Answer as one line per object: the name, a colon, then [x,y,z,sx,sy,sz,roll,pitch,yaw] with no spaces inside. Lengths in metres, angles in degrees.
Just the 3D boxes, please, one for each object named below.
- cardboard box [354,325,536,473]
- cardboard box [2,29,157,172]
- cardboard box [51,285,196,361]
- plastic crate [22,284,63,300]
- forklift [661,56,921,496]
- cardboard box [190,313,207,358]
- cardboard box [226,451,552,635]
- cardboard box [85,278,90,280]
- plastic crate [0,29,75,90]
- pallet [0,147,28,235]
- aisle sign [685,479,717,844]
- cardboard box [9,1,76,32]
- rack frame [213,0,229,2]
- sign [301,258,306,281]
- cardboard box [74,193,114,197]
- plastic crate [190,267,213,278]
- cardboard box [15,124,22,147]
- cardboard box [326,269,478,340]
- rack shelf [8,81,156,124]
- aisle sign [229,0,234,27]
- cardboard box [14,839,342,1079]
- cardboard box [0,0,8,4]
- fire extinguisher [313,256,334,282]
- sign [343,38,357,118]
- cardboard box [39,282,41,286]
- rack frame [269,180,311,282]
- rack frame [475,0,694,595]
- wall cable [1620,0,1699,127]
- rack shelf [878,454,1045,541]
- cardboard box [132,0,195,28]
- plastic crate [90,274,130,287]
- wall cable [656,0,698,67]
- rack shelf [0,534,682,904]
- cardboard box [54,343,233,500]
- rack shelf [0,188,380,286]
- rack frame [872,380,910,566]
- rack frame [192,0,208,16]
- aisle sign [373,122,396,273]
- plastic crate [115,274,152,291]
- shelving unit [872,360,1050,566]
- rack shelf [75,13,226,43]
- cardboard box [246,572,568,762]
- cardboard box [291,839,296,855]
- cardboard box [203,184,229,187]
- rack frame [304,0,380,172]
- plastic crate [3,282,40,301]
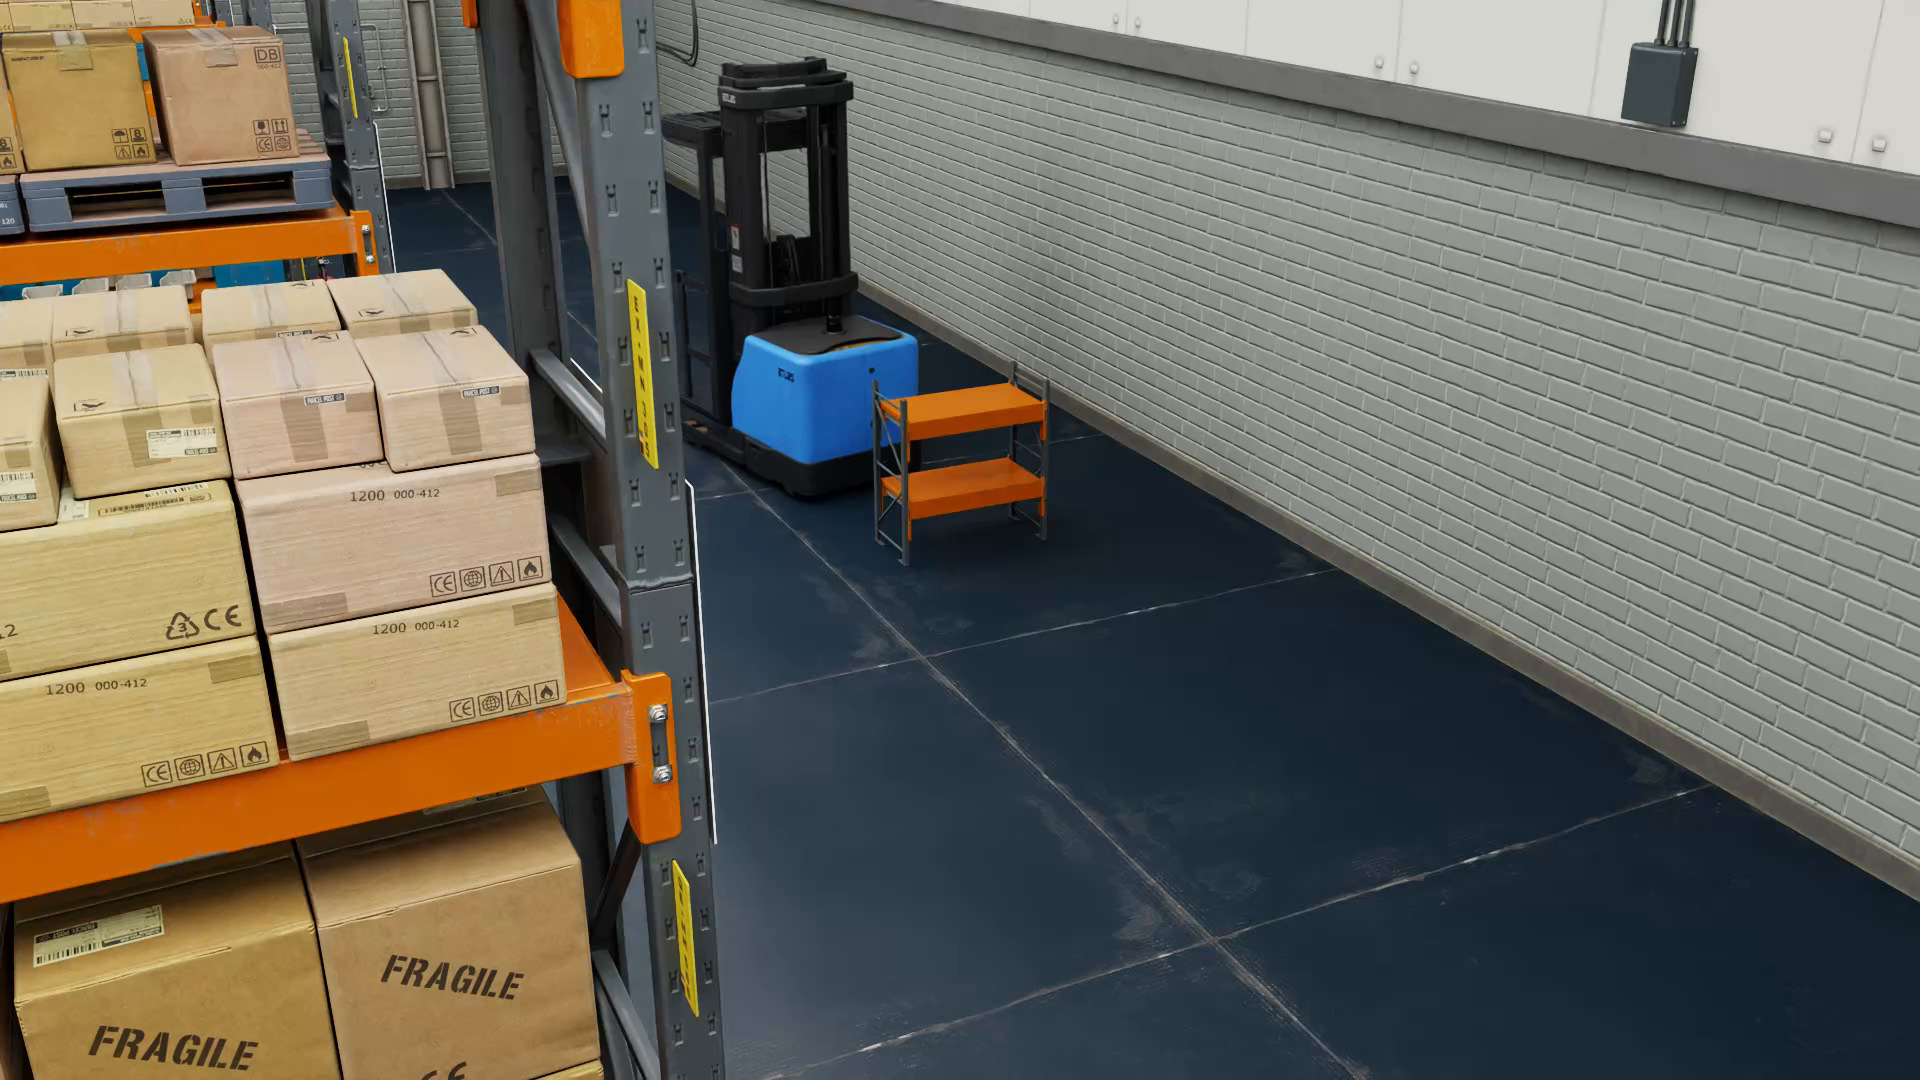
cardboard box: [-0.959,-0.269,3.076,0.250,0.149,0.380,-11,25,-24]
cardboard box: [-3.851,-1.935,7.270,0.500,0.500,0.700,-11,25,-26]
cardboard box: [-1.691,-0.394,3.379,0.250,0.149,0.380,-10,25,-24]
plastic crate: [-6.418,-1.681,11.656,0.250,0.136,0.298,-10,25,-24]
forklift: [-1.563,-2.171,12.663,1.130,2.935,3.031,-16,27,-33]
cardboard box: [-3.847,-0.764,8.001,0.500,0.500,0.500,-11,25,-25]
cardboard box: [-1.091,-0.077,3.134,0.500,0.250,0.500,-11,25,-25]
cardboard box: [-8.392,-2.444,16.253,0.500,0.250,0.500,-10,25,-24]
plastic crate: [-6.491,-3.325,11.519,0.767,0.338,0.504,-10,25,-24]
pallet: [-4.612,-1.434,6.986,1.213,0.211,1.003,-10,25,-24]
aisle sign: [-0.591,0.197,3.453,0.004,0.787,0.394,-10,25,-24]
cardboard box: [-8.389,-4.808,15.217,0.500,0.250,0.500,-10,25,-24]
rack frame: [-7.140,-6.606,15.442,0.127,3.000,1.000,-10,25,-24]
sign: [-4.742,-2.015,11.982,0.005,0.325,0.100,-10,25,-24]
cardboard box: [-8.343,-3.544,15.758,0.500,0.500,0.500,-10,25,-23]
plastic crate: [-5.685,-2.080,12.619,0.298,0.136,0.250,-10,25,-24]
cardboard box: [-8.804,-3.917,15.352,0.500,0.500,0.500,-10,24,-22]
cardboard box: [-1.177,-0.450,3.514,0.250,0.149,0.380,-11,25,-24]
rack shelf: [-6.797,-2.848,11.227,4.000,0.370,1.077,-10,25,-24]
aisle sign: [-6.946,-4.941,15.865,0.004,0.787,0.394,-10,25,-24]
cardboard box: [-1.548,0.907,3.310,0.500,0.500,0.500,-11,25,-25]
cardboard box: [-8.842,-4.958,14.927,0.500,0.250,0.500,-10,25,-24]
fire extinguisher: [-4.662,-1.787,12.233,0.183,0.674,0.296,-10,25,-24]
sign: [-2.624,-1.988,7.156,0.005,0.325,0.100,-10,25,-24]
cardboard box: [-9.053,-2.534,16.137,0.637,0.503,0.797,-10,25,-24]
rack frame: [-4.995,-2.126,12.464,0.127,3.000,1.000,-10,25,-24]
rack frame: [-0.787,-1.465,3.024,0.127,3.000,1.000,-10,25,-24]
wall cable: [3.743,-4.428,5.975,0.120,5.999,2.277,-10,25,-24]
rack shelf: [0.006,-0.295,11.131,1.000,0.278,0.538,-10,25,-24]
cardboard box: [-7.488,-4.974,15.619,0.500,0.250,0.500,-10,25,-24]
plastic crate: [-6.296,-1.967,12.347,0.298,0.136,0.250,-10,25,-24]
wall cable: [-4.040,-7.693,22.128,0.112,2.526,3.097,-10,25,-24]
rack shelf: [-2.589,0.585,2.933,4.000,0.370,1.077,-10,25,-24]
cardboard box: [-1.455,-0.219,2.955,0.250,0.149,0.380,-11,25,-25]
rack shelf: [-4.649,-1.141,7.103,4.000,0.370,1.077,-10,25,-24]
rack frame: [-0.452,-0.437,10.834,0.032,1.125,0.500,-10,25,-24]
rack frame: [-9.292,-5.540,20.713,0.127,3.000,1.000,-10,25,-24]
aisle sign: [-2.652,-1.529,7.623,0.004,0.787,0.394,-10,25,-24]
plastic crate: [-5.919,-1.791,11.922,0.243,0.136,0.396,-10,25,-24]
shelving unit: [0.006,-0.521,11.038,1.048,1.125,0.538,-10,25,-24]
rack shelf: [-8.942,-4.556,15.352,4.000,0.370,1.077,-10,25,-24]
cardboard box: [-1.082,0.157,3.223,0.500,0.250,0.500,-11,25,-25]
cardboard box: [-1.758,0.730,3.737,0.500,0.500,0.500,-10,24,-22]
cardboard box: [-7.425,-3.712,16.165,0.500,0.500,0.500,-10,24,-22]
rack frame: [-2.847,-3.191,7.193,0.127,3.000,1.000,-10,25,-24]
plastic crate: [-6.817,-1.881,12.012,0.300,0.233,0.416,-10,25,-24]
